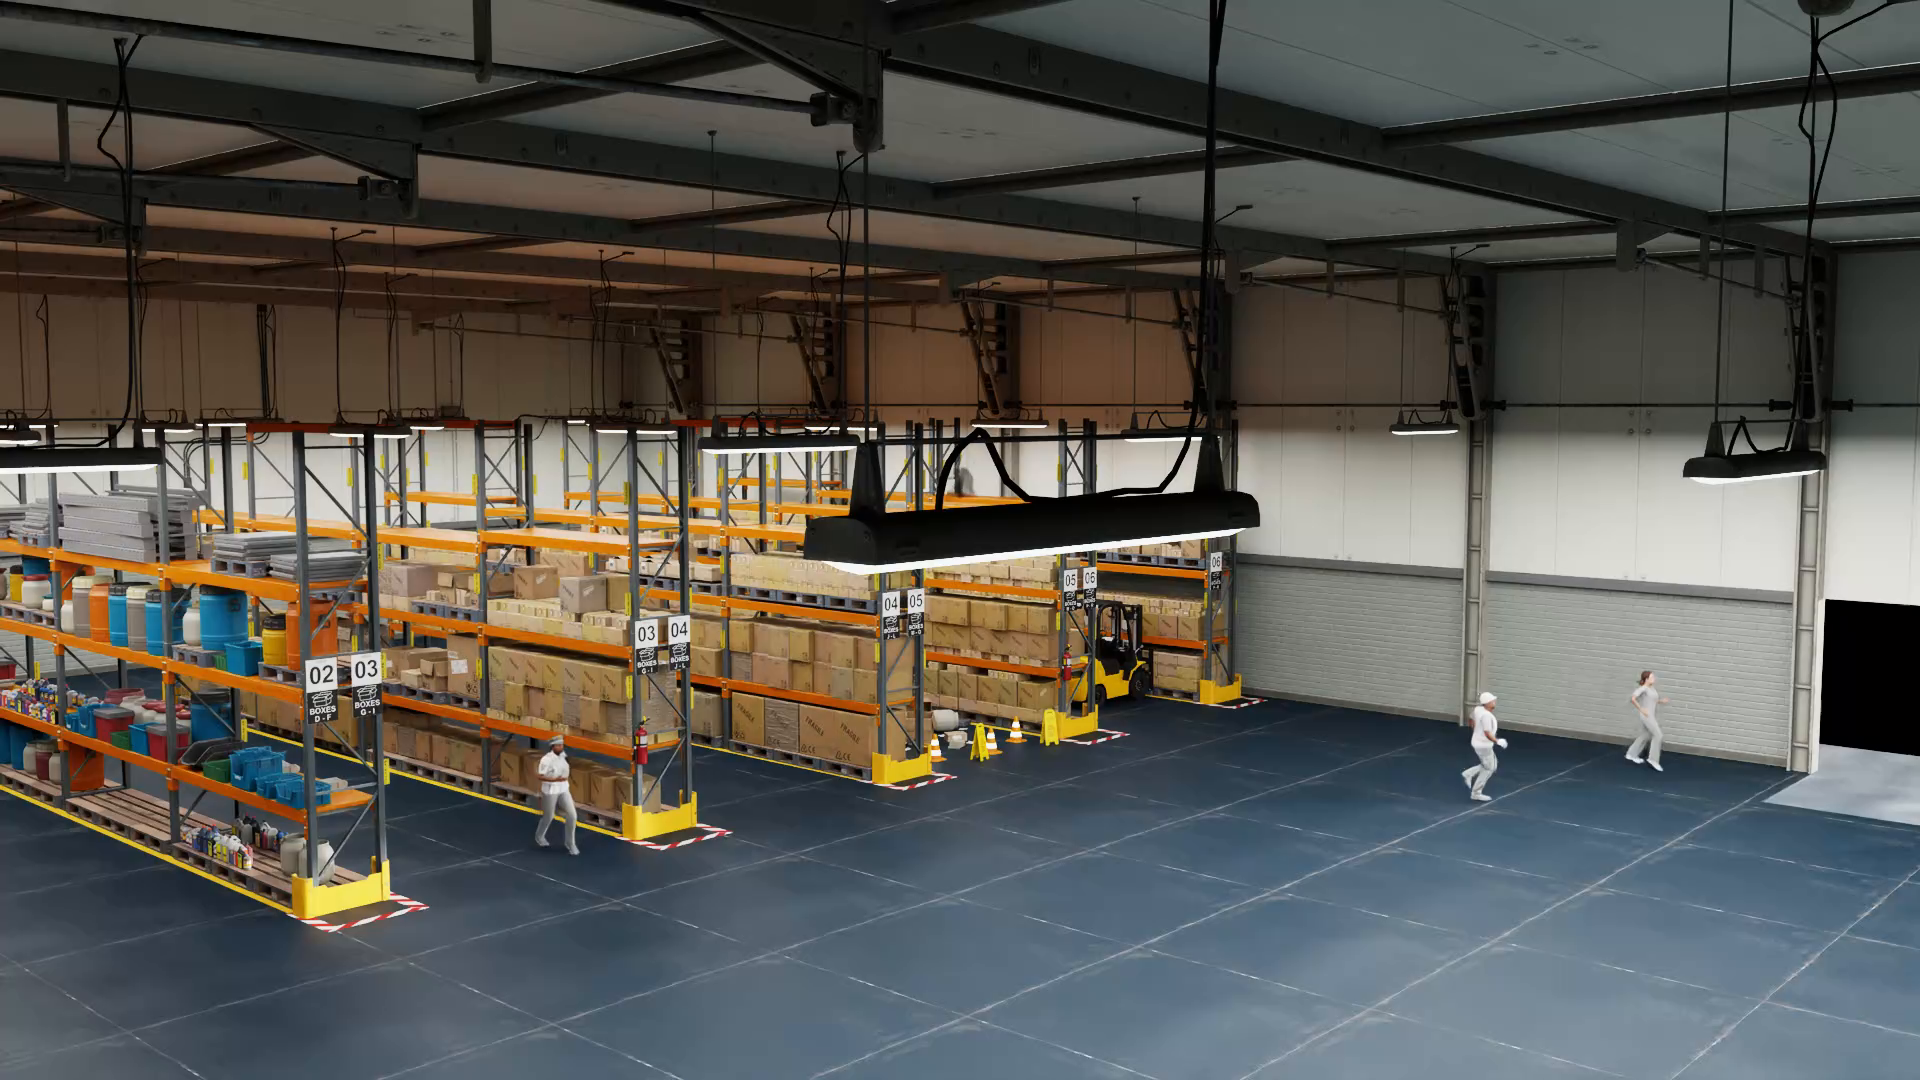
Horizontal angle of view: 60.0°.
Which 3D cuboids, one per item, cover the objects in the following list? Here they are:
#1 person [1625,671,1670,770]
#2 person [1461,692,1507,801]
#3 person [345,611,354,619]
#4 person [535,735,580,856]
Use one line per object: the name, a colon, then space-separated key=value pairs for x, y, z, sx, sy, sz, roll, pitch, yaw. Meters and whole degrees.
person: x=11.977 y=3.134 z=28.969 sx=0.712 sy=1.713 sz=0.546 roll=3 pitch=6 yaw=34
person: x=8.389 y=3.292 z=26.621 sx=0.663 sy=1.736 sz=0.710 roll=0 pitch=5 yaw=5
person: x=-14.377 y=2.387 z=38.978 sx=0.634 sy=1.504 sz=0.541 roll=2 pitch=5 yaw=21
person: x=-5.740 y=3.581 z=23.492 sx=0.817 sy=1.728 sz=0.595 roll=4 pitch=6 yaw=41
